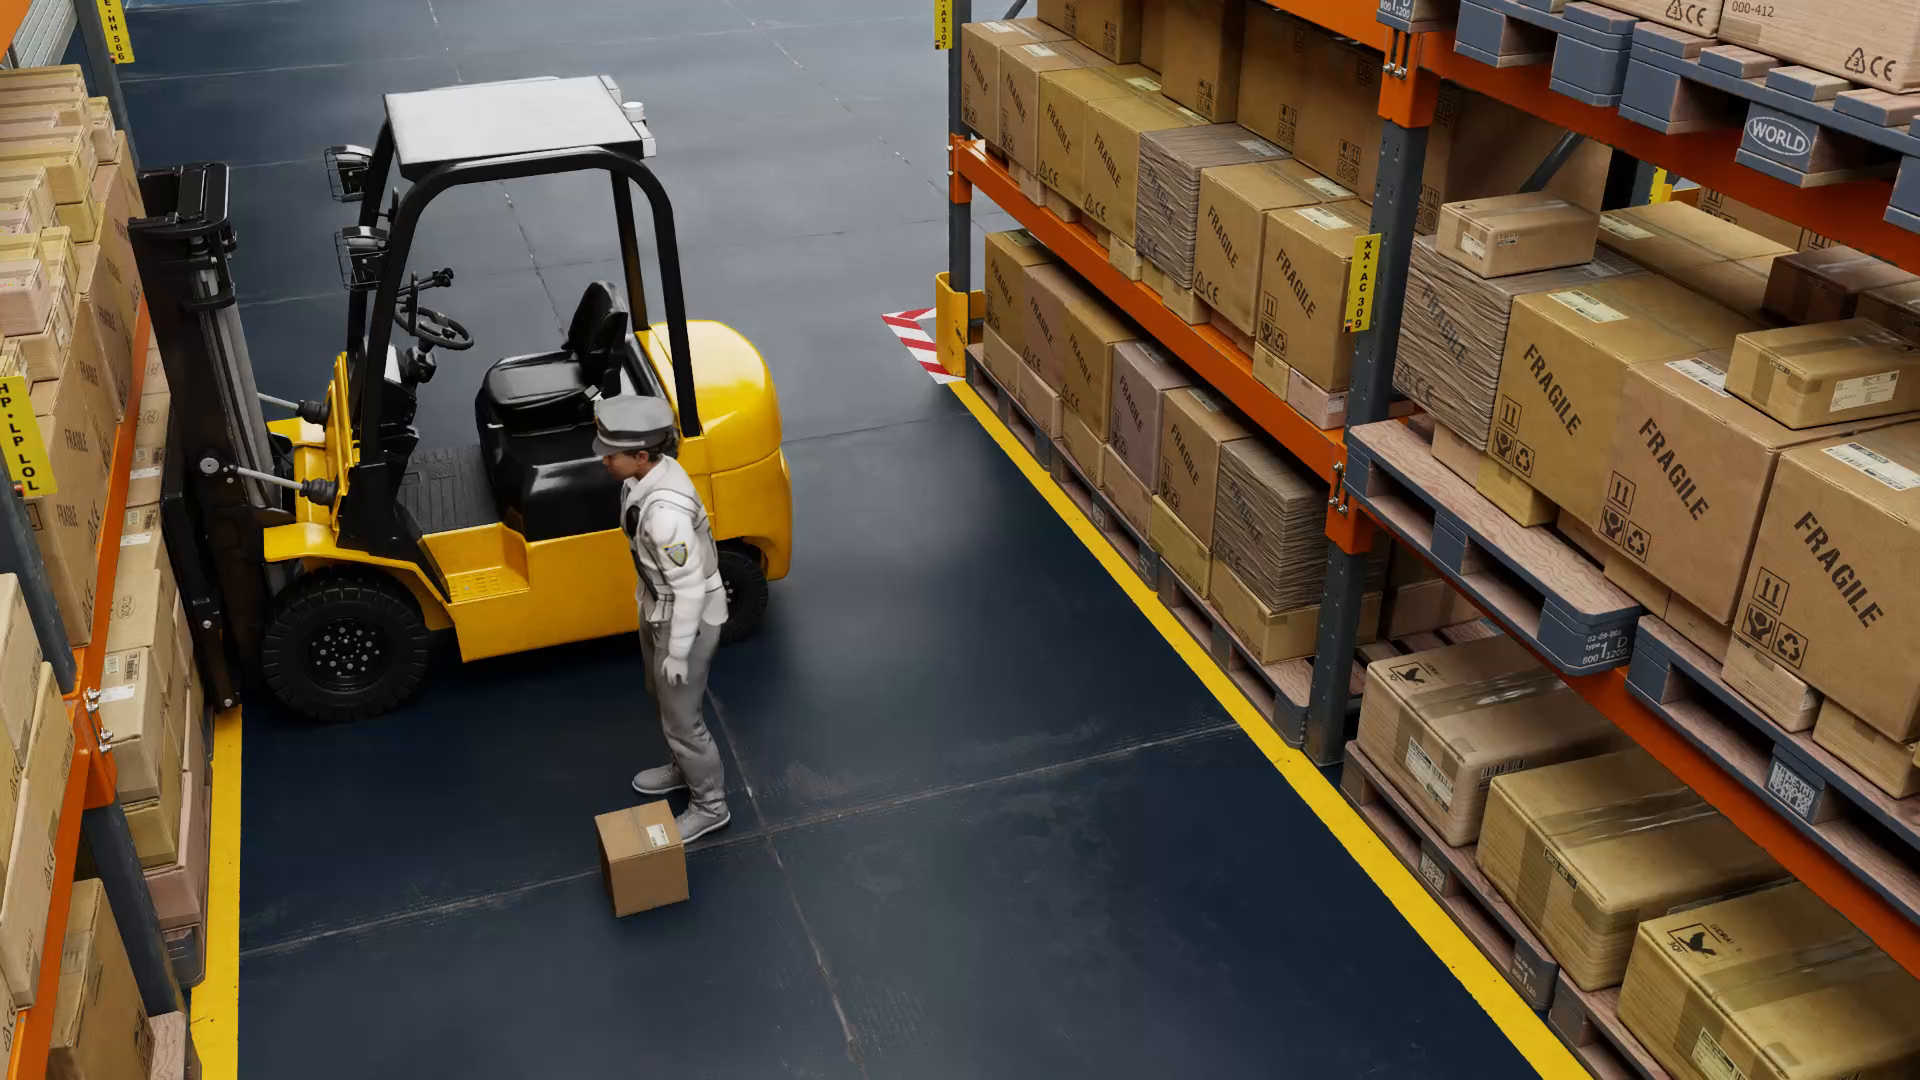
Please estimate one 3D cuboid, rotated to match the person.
[{"bbox_3d":[-0.985,0.276,5.648,0.377,1.663,0.531,-11,32,-18],"label":"person"}]
